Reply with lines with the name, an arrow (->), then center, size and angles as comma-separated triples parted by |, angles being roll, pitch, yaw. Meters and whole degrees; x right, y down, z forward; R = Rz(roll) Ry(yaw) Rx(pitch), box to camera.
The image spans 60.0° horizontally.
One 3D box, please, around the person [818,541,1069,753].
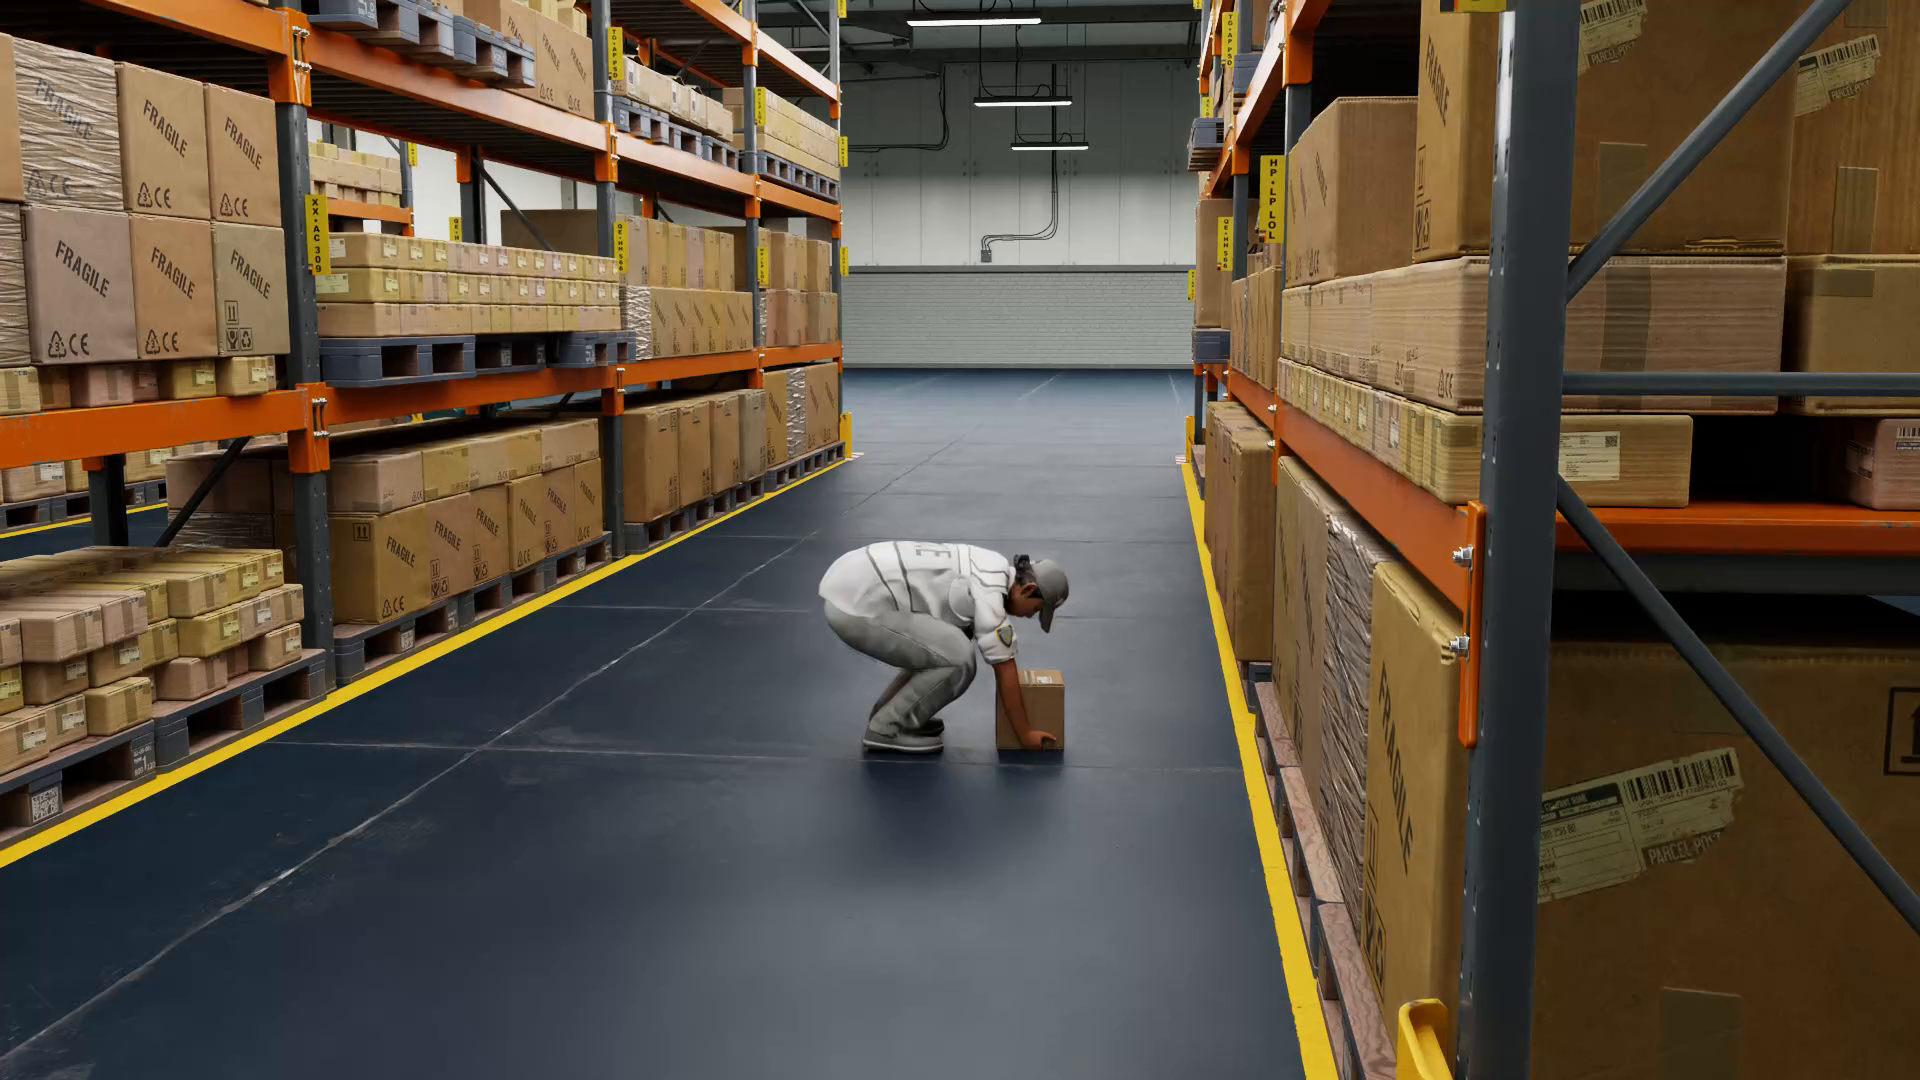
person -> -0.052, 0.394, 6.285 | 0.929, 0.785, 0.512 | 0, 8, -2
